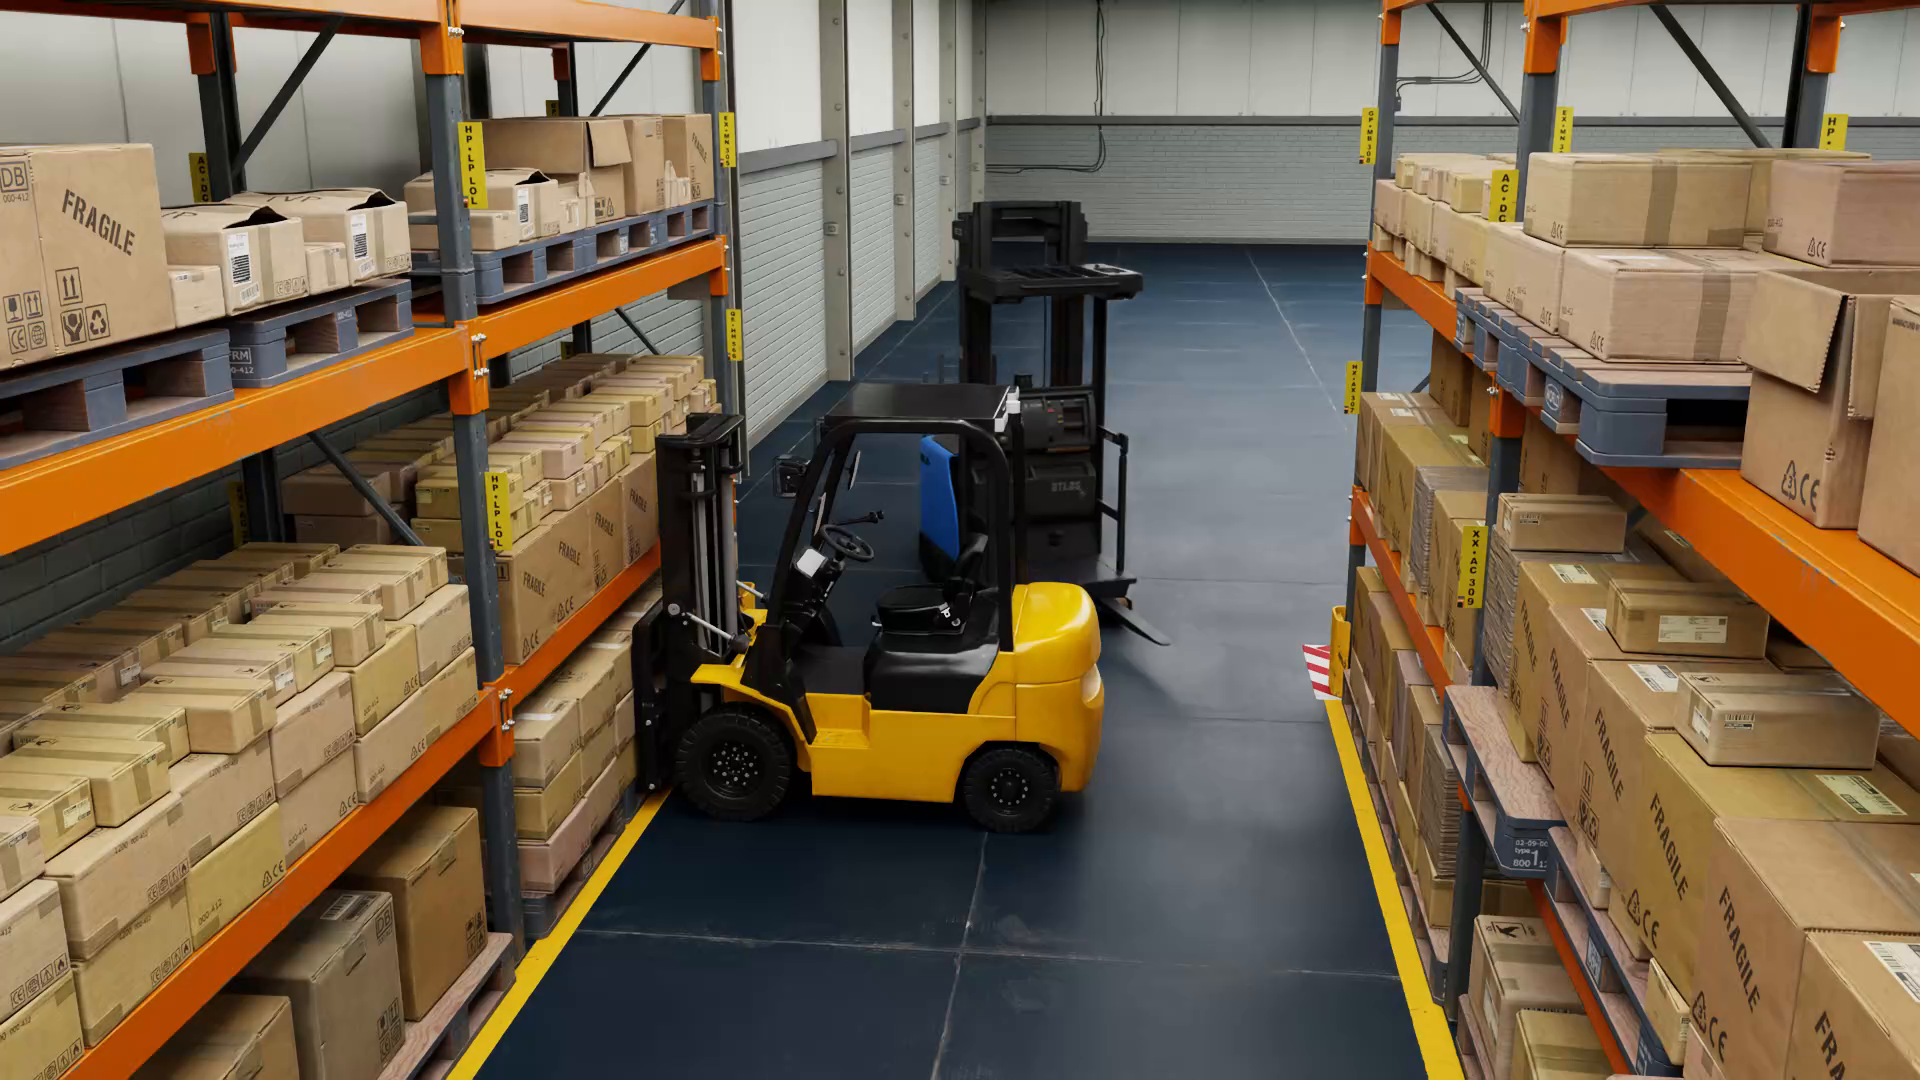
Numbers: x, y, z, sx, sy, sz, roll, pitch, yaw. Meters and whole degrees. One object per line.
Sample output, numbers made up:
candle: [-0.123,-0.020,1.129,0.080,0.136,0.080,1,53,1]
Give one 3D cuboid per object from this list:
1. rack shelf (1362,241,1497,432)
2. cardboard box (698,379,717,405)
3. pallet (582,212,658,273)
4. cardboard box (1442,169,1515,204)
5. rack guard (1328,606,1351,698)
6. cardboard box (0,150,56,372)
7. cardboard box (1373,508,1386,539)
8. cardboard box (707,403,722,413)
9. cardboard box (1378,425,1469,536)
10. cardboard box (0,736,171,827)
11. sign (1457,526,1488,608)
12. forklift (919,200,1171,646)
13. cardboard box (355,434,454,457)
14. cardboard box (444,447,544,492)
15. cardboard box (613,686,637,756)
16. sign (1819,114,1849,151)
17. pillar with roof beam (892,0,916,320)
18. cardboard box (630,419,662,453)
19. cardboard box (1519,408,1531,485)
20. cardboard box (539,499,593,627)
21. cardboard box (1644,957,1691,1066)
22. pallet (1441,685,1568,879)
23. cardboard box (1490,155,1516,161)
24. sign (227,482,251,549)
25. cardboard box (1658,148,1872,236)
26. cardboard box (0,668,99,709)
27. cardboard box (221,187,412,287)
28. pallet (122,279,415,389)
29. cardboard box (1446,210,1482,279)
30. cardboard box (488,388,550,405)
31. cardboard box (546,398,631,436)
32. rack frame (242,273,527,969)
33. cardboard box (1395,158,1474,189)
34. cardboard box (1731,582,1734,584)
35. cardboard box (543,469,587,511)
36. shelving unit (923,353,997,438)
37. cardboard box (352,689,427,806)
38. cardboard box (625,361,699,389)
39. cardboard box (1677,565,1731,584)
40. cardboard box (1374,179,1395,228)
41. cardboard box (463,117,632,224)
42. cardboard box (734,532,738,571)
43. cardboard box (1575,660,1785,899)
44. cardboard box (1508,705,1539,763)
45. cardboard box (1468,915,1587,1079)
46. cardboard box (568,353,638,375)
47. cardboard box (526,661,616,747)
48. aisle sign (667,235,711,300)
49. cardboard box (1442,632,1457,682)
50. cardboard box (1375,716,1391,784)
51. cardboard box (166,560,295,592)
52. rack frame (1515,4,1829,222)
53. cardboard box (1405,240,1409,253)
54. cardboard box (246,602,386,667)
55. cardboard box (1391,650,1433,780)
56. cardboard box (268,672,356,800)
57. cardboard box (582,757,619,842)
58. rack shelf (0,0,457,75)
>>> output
rack shelf: [2.733,-1.084,8.054,1.077,0.370,4.000,2,15,6]
cardboard box: [-1.734,-0.910,10.347,0.380,0.149,0.250,2,15,7]
pallet: [-2.214,-1.552,8.579,1.003,0.211,1.213,2,15,6]
cardboard box: [2.406,-1.603,7.551,0.380,0.149,0.250,2,15,7]
rack guard: [2.950,0.725,10.524,1.175,0.500,0.348,2,15,6]
cardboard box: [-2.595,-0.634,3.825,0.700,0.500,0.500,1,15,5]
cardboard box: [2.516,-0.102,9.272,0.380,0.149,0.250,2,15,7]
cardboard box: [-1.768,-0.560,10.294,0.500,0.500,0.500,1,15,5]
cardboard box: [2.518,-0.312,8.808,0.500,0.500,0.500,1,15,5]
cardboard box: [-2.412,0.658,4.549,0.380,0.149,0.250,2,15,7]
sign: [1.967,0.104,6.373,0.100,0.325,0.005,2,15,6]
forklift: [0.600,-0.874,11.781,1.130,2.935,3.031,-5,16,-17]
cardboard box: [-2.637,-0.406,7.912,0.380,0.149,0.250,1,15,5]
cardboard box: [-2.135,-0.325,7.614,0.380,0.149,0.250,1,15,5]
cardboard box: [-1.941,0.897,8.604,0.500,0.250,0.500,2,15,6]
sign: [3.059,-1.336,5.866,0.100,0.325,0.005,2,15,6]
pillar with roof beam: [3.361,-7.930,26.251,9.100,9.000,0.400,2,15,6]
cardboard box: [-1.855,-0.577,9.114,0.380,0.149,0.250,2,15,7]
cardboard box: [2.935,-0.508,7.616,0.700,0.500,0.500,1,15,5]
cardboard box: [-2.073,0.099,7.856,0.500,0.500,0.500,2,15,7]
cardboard box: [1.855,1.125,3.933,0.380,0.149,0.250,2,15,7]
pallet: [2.277,0.822,5.742,1.003,0.211,1.213,2,15,6]
cardboard box: [3.147,-2.051,9.208,0.380,0.149,0.250,2,15,7]
sign: [-2.977,-0.081,6.907,0.100,0.325,0.005,2,15,6]
cardboard box: [2.569,-1.130,5.372,0.500,0.250,0.500,2,15,8]
cardboard box: [-2.896,0.508,5.102,0.380,0.149,0.250,2,15,7]
cardboard box: [-2.264,-1.070,5.802,0.500,0.311,0.500,1,15,4]
pallet: [-2.512,-0.736,5.757,0.805,0.209,1.217,1,15,4]
cardboard box: [2.346,-1.237,6.961,0.500,0.250,0.500,1,15,5]
cardboard box: [-2.478,-0.737,9.138,0.380,0.149,0.250,1,15,5]
cardboard box: [-1.972,-0.655,8.833,0.380,0.149,0.250,2,15,7]
rack frame: [-2.425,0.391,6.971,1.000,3.000,0.127,2,15,6]
cardboard box: [2.512,-1.935,8.780,0.380,0.149,0.250,2,15,6]
cardboard box: [2.615,0.134,5.113,0.380,0.149,0.250,1,15,5]
cardboard box: [-1.997,-0.243,7.880,0.380,0.149,0.250,2,15,7]
shelving unit: [0.010,-0.746,14.048,0.538,1.500,1.048,2,15,6]
cardboard box: [-2.273,0.732,5.996,0.500,0.250,0.500,2,15,6]
cardboard box: [-1.802,-0.988,10.065,0.380,0.149,0.250,2,15,6]
cardboard box: [2.629,0.396,5.383,0.500,0.500,0.500,2,15,7]
cardboard box: [2.637,-1.898,9.406,0.500,0.250,0.500,1,15,5]
cardboard box: [-2.100,-1.860,8.355,0.797,0.503,0.637,2,15,8]
cardboard box: [-1.716,0.124,10.505,0.500,0.250,0.500,2,15,8]
cardboard box: [1.997,0.646,4.462,0.500,0.500,0.500,1,15,4]
cardboard box: [2.094,0.653,5.677,0.380,0.149,0.250,2,15,7]
cardboard box: [2.451,1.738,6.219,0.950,0.372,0.625,2,15,7]
cardboard box: [-2.224,-1.071,10.372,0.380,0.149,0.250,1,15,5]
cardboard box: [-1.991,0.784,8.064,0.500,0.250,0.500,2,15,6]
aisle sign: [-1.674,-1.910,10.499,0.394,0.787,0.004,2,15,6]
cardboard box: [2.262,0.500,7.048,0.380,0.149,0.250,2,15,8]
cardboard box: [2.479,1.098,8.817,0.500,0.250,0.500,3,15,10]
cardboard box: [-2.760,0.182,6.308,0.380,0.149,0.250,1,15,4]
rack frame: [2.507,-2.360,5.651,1.000,3.000,0.127,2,15,6]
cardboard box: [2.591,-1.548,8.877,0.380,0.149,0.250,2,15,6]
cardboard box: [-2.232,0.326,5.776,0.380,0.149,0.250,1,15,5]
cardboard box: [2.420,0.873,8.214,0.500,0.500,0.500,3,15,9]
cardboard box: [-2.341,0.623,5.442,0.500,0.250,0.500,2,15,7]
cardboard box: [-1.999,1.267,8.192,0.500,0.250,0.500,1,15,5]
rack shelf: [-2.651,-1.446,4.416,1.077,0.370,4.000,2,15,6]
